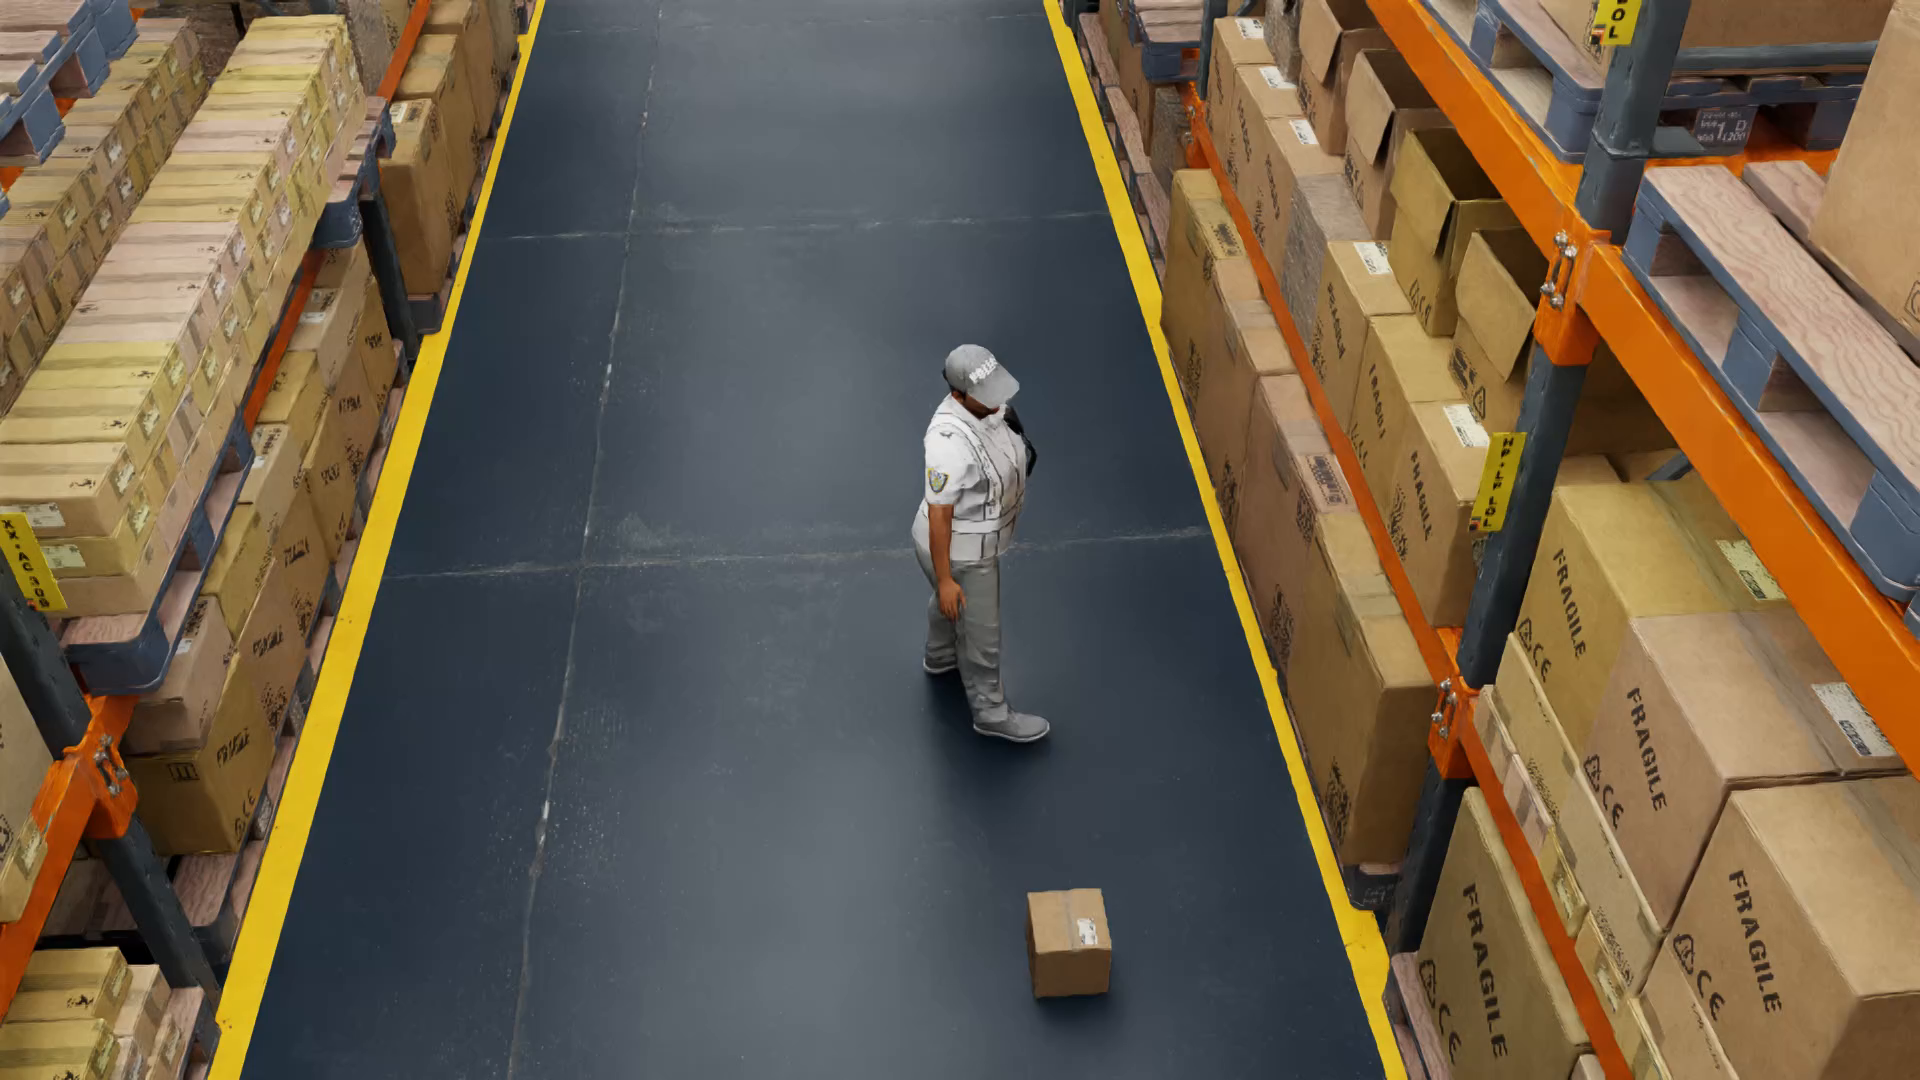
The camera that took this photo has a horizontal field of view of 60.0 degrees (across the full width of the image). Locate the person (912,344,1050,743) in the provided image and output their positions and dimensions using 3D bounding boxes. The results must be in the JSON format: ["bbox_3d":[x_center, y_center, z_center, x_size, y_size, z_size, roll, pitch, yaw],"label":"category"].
[{"bbox_3d":[0.094,0.016,6.106,0.589,1.658,0.662,11,41,13],"label":"person"}]
